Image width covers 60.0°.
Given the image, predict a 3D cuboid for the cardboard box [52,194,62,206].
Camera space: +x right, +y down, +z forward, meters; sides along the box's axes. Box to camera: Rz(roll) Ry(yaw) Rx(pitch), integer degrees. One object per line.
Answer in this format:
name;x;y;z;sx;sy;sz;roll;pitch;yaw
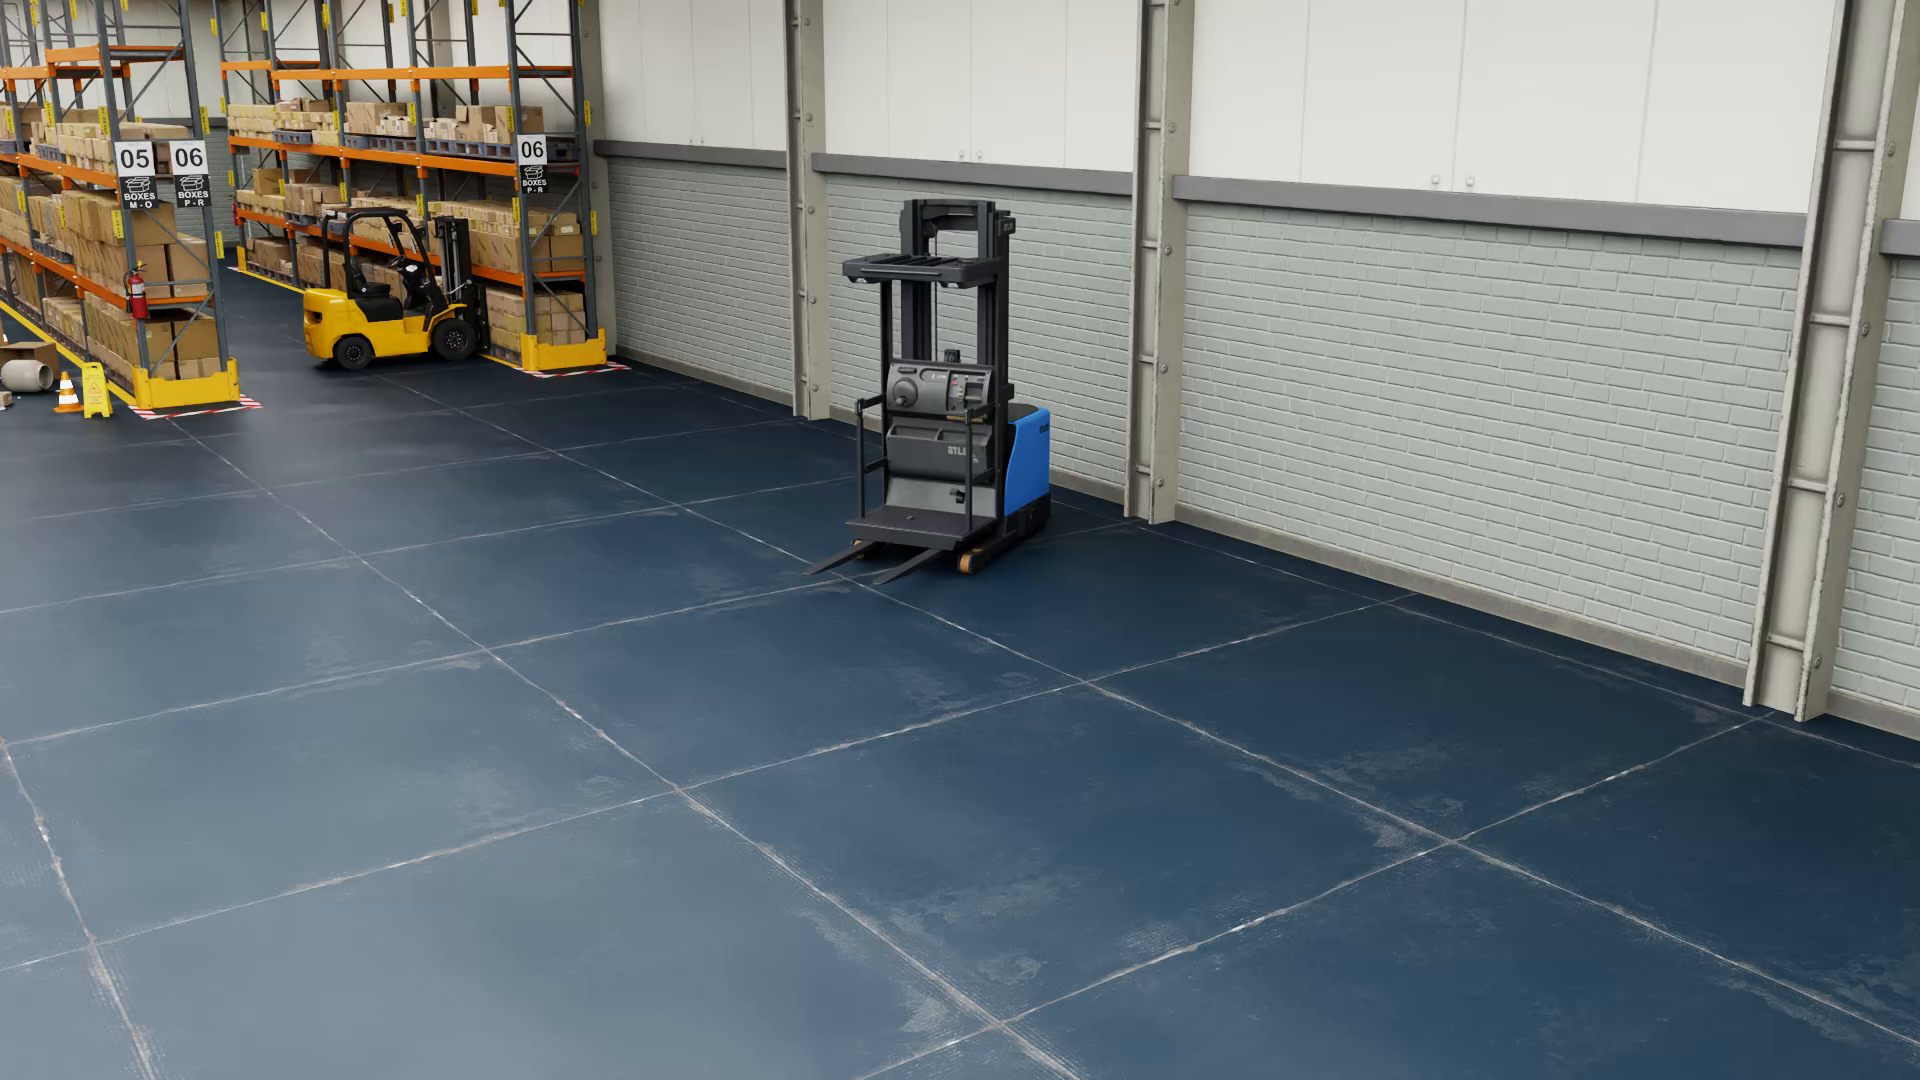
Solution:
cardboard box;-13.037;-4.981;24.315;0.380;0.149;0.250;-12;19;-37

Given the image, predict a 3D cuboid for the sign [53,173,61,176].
sign;-20.759;-8.502;38.393;0.339;0.242;0.001;-11;19;-35

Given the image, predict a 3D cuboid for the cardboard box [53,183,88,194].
cardboard box;-14.431;-5.538;27.045;0.500;0.500;0.500;-12;19;-36

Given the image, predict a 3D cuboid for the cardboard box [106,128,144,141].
cardboard box;-10.073;-4.893;20.053;0.380;0.149;0.250;-11;19;-34

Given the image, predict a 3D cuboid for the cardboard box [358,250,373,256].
cardboard box;-11.004;-5.327;31.069;0.380;0.149;0.250;-11;19;-36

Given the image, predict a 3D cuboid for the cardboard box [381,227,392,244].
cardboard box;-9.359;-5.102;27.821;0.500;0.250;0.500;-10;18;-33

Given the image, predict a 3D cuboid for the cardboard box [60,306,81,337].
cardboard box;-13.133;-3.358;25.345;0.950;0.372;0.625;-10;18;-33

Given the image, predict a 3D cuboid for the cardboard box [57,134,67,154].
cardboard box;-11.950;-5.392;22.632;0.500;0.250;0.500;-11;19;-36

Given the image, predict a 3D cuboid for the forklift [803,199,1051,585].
forklift;-0.265;-1.265;13.645;1.130;2.935;3.031;7;17;24

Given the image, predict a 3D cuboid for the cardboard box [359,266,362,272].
cardboard box;-10.749;-4.689;29.967;0.500;0.500;0.500;-10;18;-33

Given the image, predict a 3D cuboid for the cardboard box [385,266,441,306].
cardboard box;-9.184;-4.275;28.218;0.875;0.625;0.625;-12;19;-37

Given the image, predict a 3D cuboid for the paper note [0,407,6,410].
paper note;-11.801;-1.617;20.426;0.142;0.019;0.148;10;18;33

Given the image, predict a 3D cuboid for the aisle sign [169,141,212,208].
aisle sign;-9.348;-4.445;20.209;0.394;0.787;0.004;-11;19;-35

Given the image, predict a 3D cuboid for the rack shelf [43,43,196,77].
rack shelf;-10.811;-6.128;21.289;1.077;0.370;4.000;-11;19;-35

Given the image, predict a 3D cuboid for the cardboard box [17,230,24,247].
cardboard box;-15.159;-4.966;27.323;0.500;0.250;0.500;-10;18;-34

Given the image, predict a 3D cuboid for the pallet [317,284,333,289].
pallet;-11.448;-4.716;31.407;1.003;0.211;1.213;-11;19;-35

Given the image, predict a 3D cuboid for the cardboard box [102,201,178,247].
cardboard box;-10.112;-3.905;20.515;0.700;0.500;0.500;-11;19;-36

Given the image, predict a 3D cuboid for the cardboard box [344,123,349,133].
cardboard box;-10.367;-7.099;28.606;0.380;0.166;0.250;-11;19;-35

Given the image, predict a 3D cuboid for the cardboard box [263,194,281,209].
cardboard box;-13.764;-6.845;33.624;0.500;0.250;0.500;-11;19;-35

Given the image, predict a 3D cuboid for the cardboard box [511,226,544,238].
cardboard box;-6.053;-4.319;23.256;0.380;0.149;0.250;-11;19;-34

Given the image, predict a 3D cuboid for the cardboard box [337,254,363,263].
cardboard box;-11.126;-5.128;30.341;0.380;0.149;0.250;-12;19;-36

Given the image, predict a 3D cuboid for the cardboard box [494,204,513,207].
cardboard box;-6.815;-4.986;25.130;0.380;0.149;0.250;-11;19;-35

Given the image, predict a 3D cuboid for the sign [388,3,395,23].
sign;-9.879;-9.143;28.866;0.100;0.325;0.005;-11;19;-35

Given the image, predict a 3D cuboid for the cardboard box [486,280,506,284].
cardboard box;-6.932;-3.849;25.476;0.500;0.250;0.500;-11;19;-34

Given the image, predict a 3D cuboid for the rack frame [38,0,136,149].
rack frame;-11.987;-6.904;22.754;1.000;3.000;0.127;-11;19;-35

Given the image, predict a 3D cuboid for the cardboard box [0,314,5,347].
cardboard box;-13.409;-2.887;22.743;0.500;0.500;0.500;-11;19;-35

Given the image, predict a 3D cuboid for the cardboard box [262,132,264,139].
cardboard box;-13.695;-8.072;33.182;0.380;0.149;0.250;-10;18;-33

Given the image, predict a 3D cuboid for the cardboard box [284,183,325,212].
cardboard box;-12.574;-6.602;32.032;0.700;0.500;0.500;-10;18;-33

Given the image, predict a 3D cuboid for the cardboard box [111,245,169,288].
cardboard box;-10.177;-3.421;20.640;0.500;0.500;0.500;-11;19;-36

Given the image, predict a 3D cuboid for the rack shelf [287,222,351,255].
rack shelf;-11.502;-5.716;31.140;1.077;0.370;4.000;-11;19;-35

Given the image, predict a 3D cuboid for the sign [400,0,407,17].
sign;-8.406;-8.077;25.121;0.100;0.325;0.005;-11;19;-35

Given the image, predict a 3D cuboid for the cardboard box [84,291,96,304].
cardboard box;-11.834;-3.357;22.924;0.380;0.149;0.250;-11;19;-34

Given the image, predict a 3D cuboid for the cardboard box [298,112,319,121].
cardboard box;-11.904;-7.758;30.484;0.380;0.149;0.250;-11;19;-34

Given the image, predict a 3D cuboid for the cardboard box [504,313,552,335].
cardboard box;-6.161;-3.100;23.687;0.500;0.250;0.500;-11;19;-35

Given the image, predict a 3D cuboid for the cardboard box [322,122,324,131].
cardboard box;-11.287;-7.466;30.020;0.380;0.149;0.250;-11;19;-34

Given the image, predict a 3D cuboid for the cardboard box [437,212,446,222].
cardboard box;-7.846;-4.979;25.666;0.380;0.149;0.250;-10;18;-33

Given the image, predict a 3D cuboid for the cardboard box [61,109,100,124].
cardboard box;-12.431;-5.932;23.428;0.500;0.250;0.500;-10;18;-33

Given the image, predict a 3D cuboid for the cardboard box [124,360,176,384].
cardboard box;-10.342;-2.168;21.229;0.500;0.250;0.500;-11;19;-35

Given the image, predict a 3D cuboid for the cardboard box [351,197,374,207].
cardboard box;-10.377;-5.883;28.970;0.380;0.149;0.250;-10;18;-33

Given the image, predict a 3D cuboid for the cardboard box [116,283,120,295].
cardboard box;-10.400;-3.176;20.975;0.380;0.149;0.250;-11;19;-35

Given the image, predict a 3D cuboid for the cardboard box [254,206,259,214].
cardboard box;-14.341;-6.827;34.314;0.380;0.149;0.250;-12;19;-36

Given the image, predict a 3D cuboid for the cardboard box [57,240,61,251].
cardboard box;-12.987;-4.321;24.362;0.380;0.149;0.250;-11;19;-34

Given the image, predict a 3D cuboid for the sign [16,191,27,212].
sign;-14.786;-5.336;26.196;0.100;0.325;0.005;-11;19;-35

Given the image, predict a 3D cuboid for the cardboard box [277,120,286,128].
cardboard box;-12.700;-7.880;31.493;0.380;0.149;0.250;-11;19;-34

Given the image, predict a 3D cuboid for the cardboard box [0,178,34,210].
cardboard box;-16.050;-5.899;28.362;0.500;0.500;0.500;-11;19;-36

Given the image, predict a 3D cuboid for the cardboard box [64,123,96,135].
cardboard box;-11.741;-5.494;22.249;0.380;0.149;0.250;-12;19;-36

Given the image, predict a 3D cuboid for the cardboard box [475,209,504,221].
cardboard box;-6.835;-4.733;24.204;0.380;0.149;0.250;-10;18;-33

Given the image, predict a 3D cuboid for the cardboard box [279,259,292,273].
cardboard box;-13.453;-5.523;33.457;0.396;0.266;0.258;-10;18;-33

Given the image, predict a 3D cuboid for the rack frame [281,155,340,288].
rack frame;-12.678;-6.490;32.605;1.000;3.000;0.127;-11;19;-35

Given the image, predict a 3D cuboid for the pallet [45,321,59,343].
pallet;-13.881;-3.352;26.424;1.003;0.211;1.213;-11;19;-35

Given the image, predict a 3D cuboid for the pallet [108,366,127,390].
pallet;-10.842;-2.267;22.457;1.003;0.211;1.213;-11;19;-35

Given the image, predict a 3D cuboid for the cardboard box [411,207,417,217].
cardboard box;-8.622;-5.294;26.817;0.380;0.149;0.250;-11;19;-35

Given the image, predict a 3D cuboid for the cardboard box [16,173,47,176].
cardboard box;-16.775;-6.388;30.151;0.500;0.500;0.500;-11;19;-34
